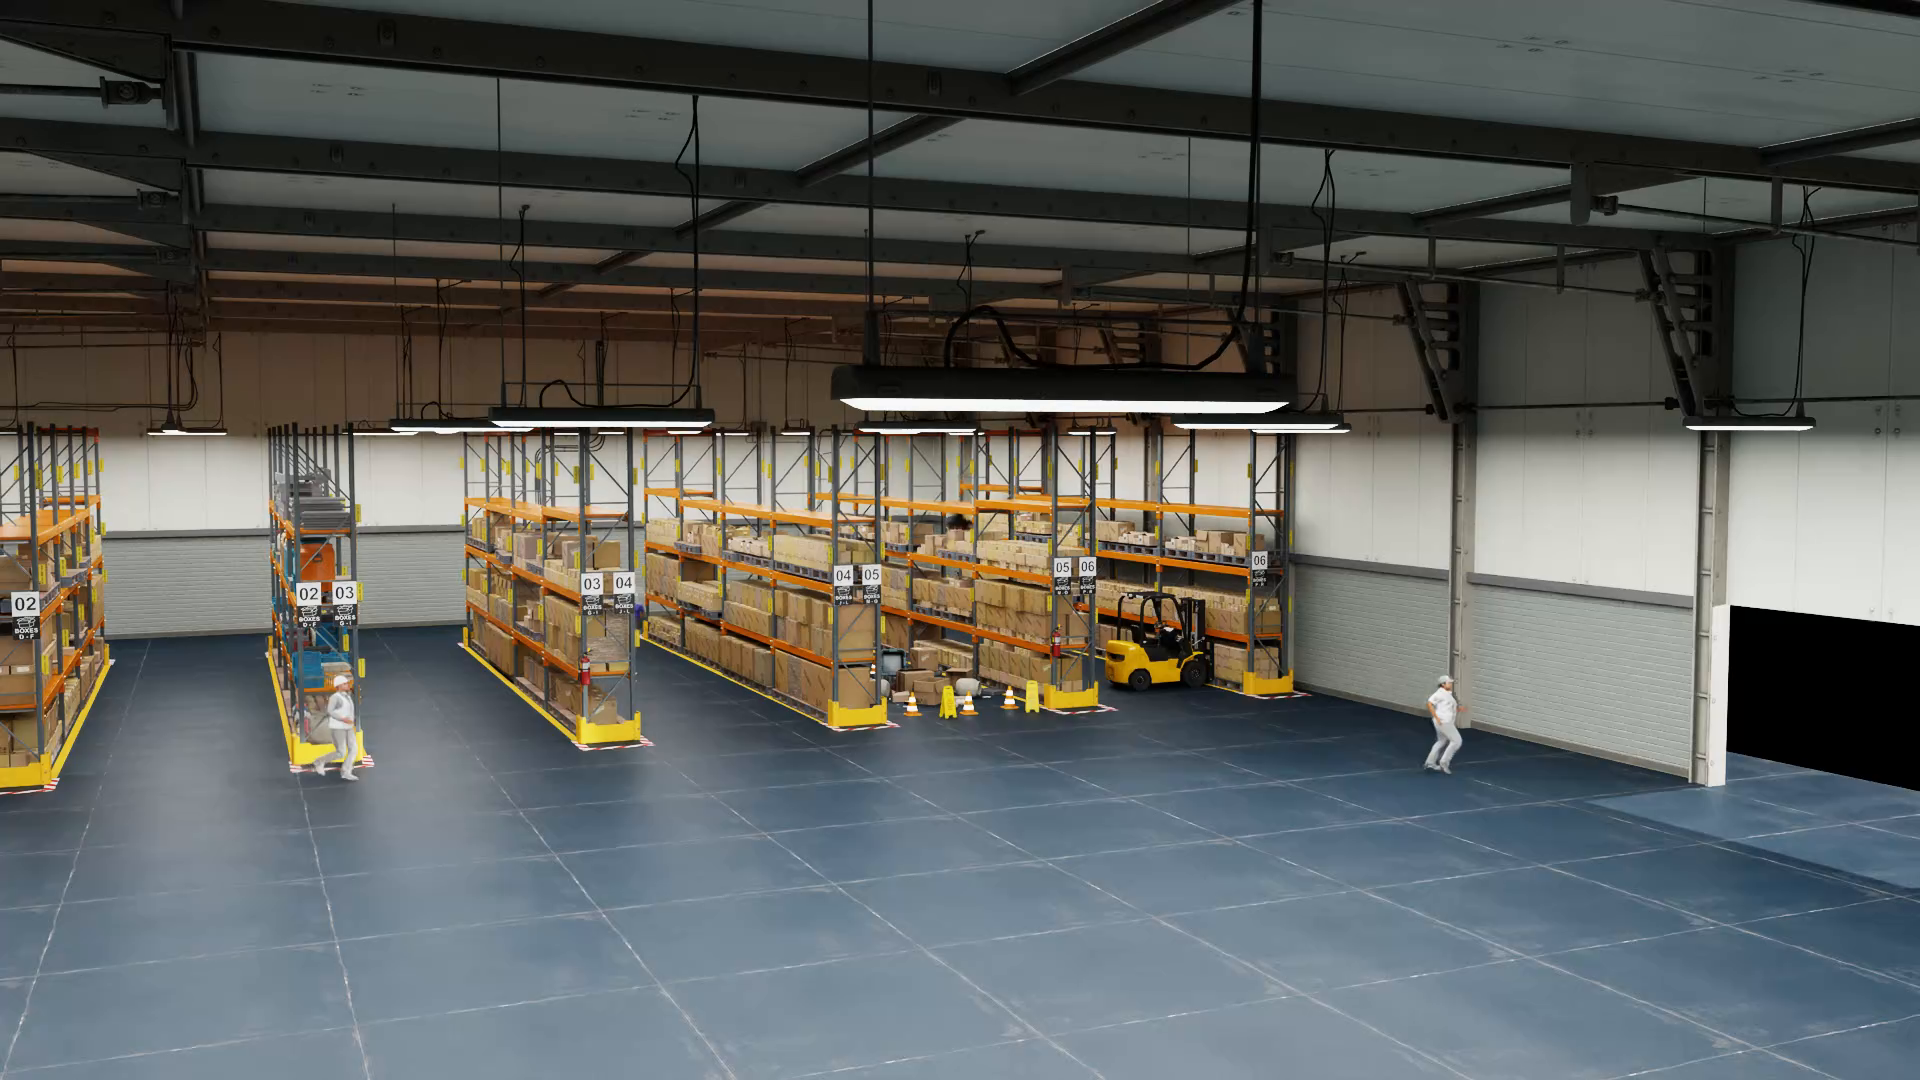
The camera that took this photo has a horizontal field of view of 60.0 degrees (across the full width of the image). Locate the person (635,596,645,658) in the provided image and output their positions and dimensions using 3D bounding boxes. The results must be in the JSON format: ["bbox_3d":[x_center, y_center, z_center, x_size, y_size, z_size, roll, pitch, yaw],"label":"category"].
[{"bbox_3d":[-8.580,2.240,43.841,0.573,1.649,0.809,-1,4,-18],"label":"person"}]

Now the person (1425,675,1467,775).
[{"bbox_3d":[8.313,3.161,28.455,0.682,1.689,0.578,2,4,24],"label":"person"}]

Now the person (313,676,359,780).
[{"bbox_3d":[-10.443,3.155,27.955,0.746,1.750,0.684,0,4,6],"label":"person"}]

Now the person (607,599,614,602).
[{"bbox_3d":[-10.202,2.001,47.134,0.825,1.775,0.742,0,3,-5],"label":"person"}]
